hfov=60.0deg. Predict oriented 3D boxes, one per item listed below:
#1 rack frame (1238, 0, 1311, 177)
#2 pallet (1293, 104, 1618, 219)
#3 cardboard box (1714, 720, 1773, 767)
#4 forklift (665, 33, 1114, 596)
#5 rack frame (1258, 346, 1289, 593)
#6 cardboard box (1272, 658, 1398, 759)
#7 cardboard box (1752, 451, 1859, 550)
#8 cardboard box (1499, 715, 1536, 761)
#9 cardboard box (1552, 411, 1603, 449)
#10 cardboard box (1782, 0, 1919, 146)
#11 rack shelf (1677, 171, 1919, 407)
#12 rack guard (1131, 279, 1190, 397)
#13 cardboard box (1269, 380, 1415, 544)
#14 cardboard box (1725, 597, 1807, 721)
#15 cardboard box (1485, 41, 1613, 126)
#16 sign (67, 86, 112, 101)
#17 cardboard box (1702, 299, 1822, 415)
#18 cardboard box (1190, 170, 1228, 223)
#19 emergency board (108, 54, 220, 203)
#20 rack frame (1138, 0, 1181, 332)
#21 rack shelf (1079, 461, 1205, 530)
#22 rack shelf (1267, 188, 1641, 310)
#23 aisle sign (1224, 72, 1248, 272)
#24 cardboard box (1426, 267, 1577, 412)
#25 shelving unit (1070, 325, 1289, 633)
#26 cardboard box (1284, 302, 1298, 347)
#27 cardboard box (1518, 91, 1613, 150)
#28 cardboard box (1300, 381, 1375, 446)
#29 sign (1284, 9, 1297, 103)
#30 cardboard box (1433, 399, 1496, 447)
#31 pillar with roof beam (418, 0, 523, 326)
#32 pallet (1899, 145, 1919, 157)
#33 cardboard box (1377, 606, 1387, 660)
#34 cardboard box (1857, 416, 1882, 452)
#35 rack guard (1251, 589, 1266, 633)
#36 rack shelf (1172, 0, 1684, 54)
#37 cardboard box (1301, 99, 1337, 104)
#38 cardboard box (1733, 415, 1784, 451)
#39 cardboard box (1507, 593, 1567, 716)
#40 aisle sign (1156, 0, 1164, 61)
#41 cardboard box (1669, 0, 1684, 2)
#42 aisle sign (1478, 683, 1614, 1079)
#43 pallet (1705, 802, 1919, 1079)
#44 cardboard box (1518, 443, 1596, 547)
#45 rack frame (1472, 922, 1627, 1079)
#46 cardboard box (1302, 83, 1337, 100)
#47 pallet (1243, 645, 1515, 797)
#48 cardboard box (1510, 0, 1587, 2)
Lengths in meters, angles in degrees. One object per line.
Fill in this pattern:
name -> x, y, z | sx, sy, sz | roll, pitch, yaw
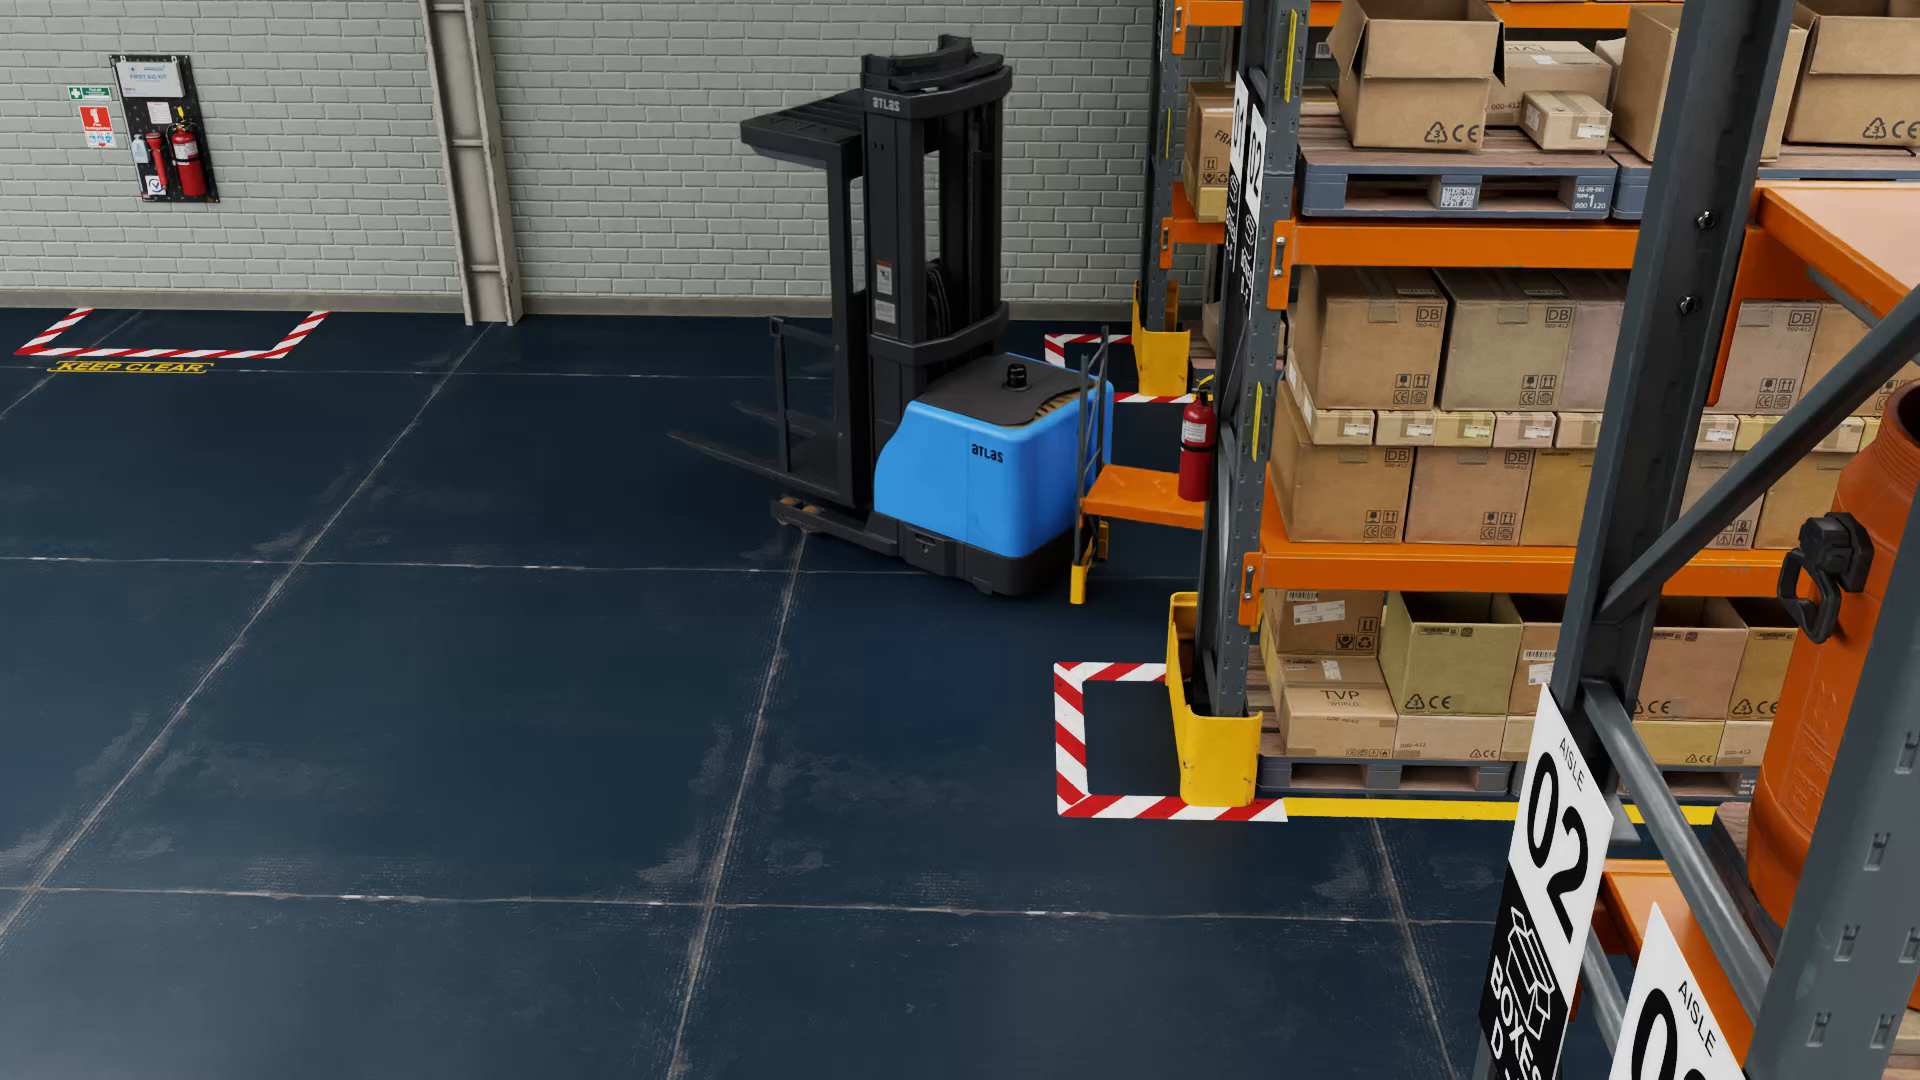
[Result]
rack frame -> 1.270, -2.987, 6.277 | 0.127, 3.000, 1.000 | 1, 28, 2
pallet -> 1.975, -1.599, 6.955 | 1.213, 0.211, 1.003 | 1, 28, 2
cardboard box -> 3.797, 0.840, 7.951 | 0.500, 0.250, 0.500 | 1, 28, 2
forklift -> -0.566, -1.515, 9.978 | 3.031, 2.935, 1.130 | 19, 34, 32
rack frame -> 1.707, -0.277, 9.172 | 0.032, 1.500, 0.500 | 9, 29, 16
cardboard box -> 1.798, 0.806, 8.014 | 0.500, 0.250, 0.500 | 1, 28, 2
cardboard box -> 3.795, -0.334, 7.572 | 0.500, 0.500, 0.700 | 1, 28, 3
cardboard box -> 2.797, 0.821, 7.986 | 0.500, 0.250, 0.500 | 1, 28, 2
cardboard box -> 2.686, -0.543, 7.273 | 0.250, 0.149, 0.380 | 0, 28, 0
cardboard box -> 3.626, -1.975, 6.862 | 0.637, 0.503, 0.797 | 4, 28, 7
rack shelf -> 3.090, -0.141, 2.103 | 4.000, 0.370, 1.077 | 1, 28, 2
rack guard -> 1.517, -1.549, 12.639 | 0.348, 0.500, 1.175 | 1, 28, 2
cardboard box -> 1.736, -0.367, 7.632 | 0.500, 0.500, 0.700 | 1, 28, 2
cardboard box -> 3.797, 0.502, 7.787 | 0.500, 0.500, 0.500 | 1, 28, 2
cardboard box -> 2.430, -1.947, 7.080 | 0.500, 0.250, 0.500 | 1, 28, 2
sign -> -6.838, -3.509, 13.063 | 0.331, 0.109, 0.001 | 1, 28, 2
cardboard box -> 3.319, -0.917, 7.285 | 0.500, 0.500, 0.700 | 1, 28, 2
cardboard box -> 1.917, -2.441, 11.791 | 0.500, 0.250, 0.500 | 0, 28, 0
emergency board -> -6.294, -3.206, 13.096 | 0.643, 1.169, 0.194 | 1, 28, 2
rack frame -> 1.441, -2.655, 12.056 | 0.127, 3.000, 1.000 | 1, 28, 2
rack shelf -> 1.224, -0.193, 9.397 | 1.000, 0.185, 0.538 | 9, 29, 16
rack shelf -> 3.268, -1.311, 7.085 | 4.000, 0.370, 1.077 | 1, 28, 2
aisle sign -> 1.214, -1.623, 7.334 | 0.004, 0.787, 0.394 | 1, 28, 2
cardboard box -> 2.314, -0.933, 7.315 | 0.500, 0.500, 0.700 | 0, 28, 0
shelving unit -> 1.233, -0.351, 9.310 | 1.083, 1.500, 0.587 | 9, 29, 16
cardboard box -> 2.699, -1.598, 12.464 | 0.500, 0.311, 0.500 | 3, 28, 6
cardboard box -> 2.439, -1.696, 6.714 | 0.250, 0.149, 0.380 | 1, 28, 2
cardboard box -> 1.654, -0.560, 7.304 | 0.250, 0.149, 0.380 | 1, 28, 1
sign -> 1.244, -1.823, 6.266 | 0.005, 0.325, 0.100 | 1, 28, 2
cardboard box -> 2.167, -0.552, 7.289 | 0.250, 0.149, 0.380 | 1, 28, 2
pillar with roof beam -> -3.977, -3.783, 7.778 | 0.400, 9.000, 9.100 | 1, 28, 2
pallet -> 4.414, -1.558, 6.879 | 1.213, 0.211, 1.003 | 1, 28, 2
cardboard box -> 2.316, 0.566, 8.466 | 0.500, 0.250, 0.500 | 1, 28, 2
cardboard box -> 3.971, -0.523, 7.234 | 0.250, 0.149, 0.380 | 1, 28, 2
rack guard -> 1.706, 0.275, 9.465 | 0.087, 0.250, 0.587 | 9, 29, 16
rack shelf -> 3.440, -3.629, 11.459 | 4.000, 0.370, 1.077 | 1, 28, 2
cardboard box -> 2.401, -2.767, 11.606 | 0.500, 0.500, 0.500 | 1, 28, 2
cardboard box -> 3.453, -0.530, 7.247 | 0.250, 0.149, 0.380 | 2, 28, 3
cardboard box -> 2.798, 0.484, 7.820 | 0.500, 0.500, 0.500 | 1, 28, 2
aisle sign -> 1.358, -3.664, 11.184 | 0.004, 0.787, 0.394 | 1, 28, 2
cardboard box -> 4.922, -3.860, 10.998 | 0.500, 0.500, 0.500 | 2, 28, 3
aisle sign -> 1.030, 0.693, 2.964 | 0.004, 0.787, 0.394 | 1, 28, 2
pallet -> 1.914, 0.800, 2.538 | 1.213, 0.211, 1.003 | 1, 28, 2
cardboard box -> 2.757, -0.349, 7.600 | 0.500, 0.500, 0.700 | 1, 28, 2
rack frame -> 1.091, 1.982, 3.308 | 0.127, 3.000, 1.000 | 1, 28, 2
cardboard box -> 2.422, -3.008, 12.059 | 0.500, 0.500, 0.500 | 1, 28, 2
pallet -> 2.035, 0.889, 8.348 | 1.213, 0.211, 1.003 | 1, 28, 2
cardboard box -> 3.865, -3.866, 11.009 | 0.500, 0.500, 0.500 | 0, 28, 0
